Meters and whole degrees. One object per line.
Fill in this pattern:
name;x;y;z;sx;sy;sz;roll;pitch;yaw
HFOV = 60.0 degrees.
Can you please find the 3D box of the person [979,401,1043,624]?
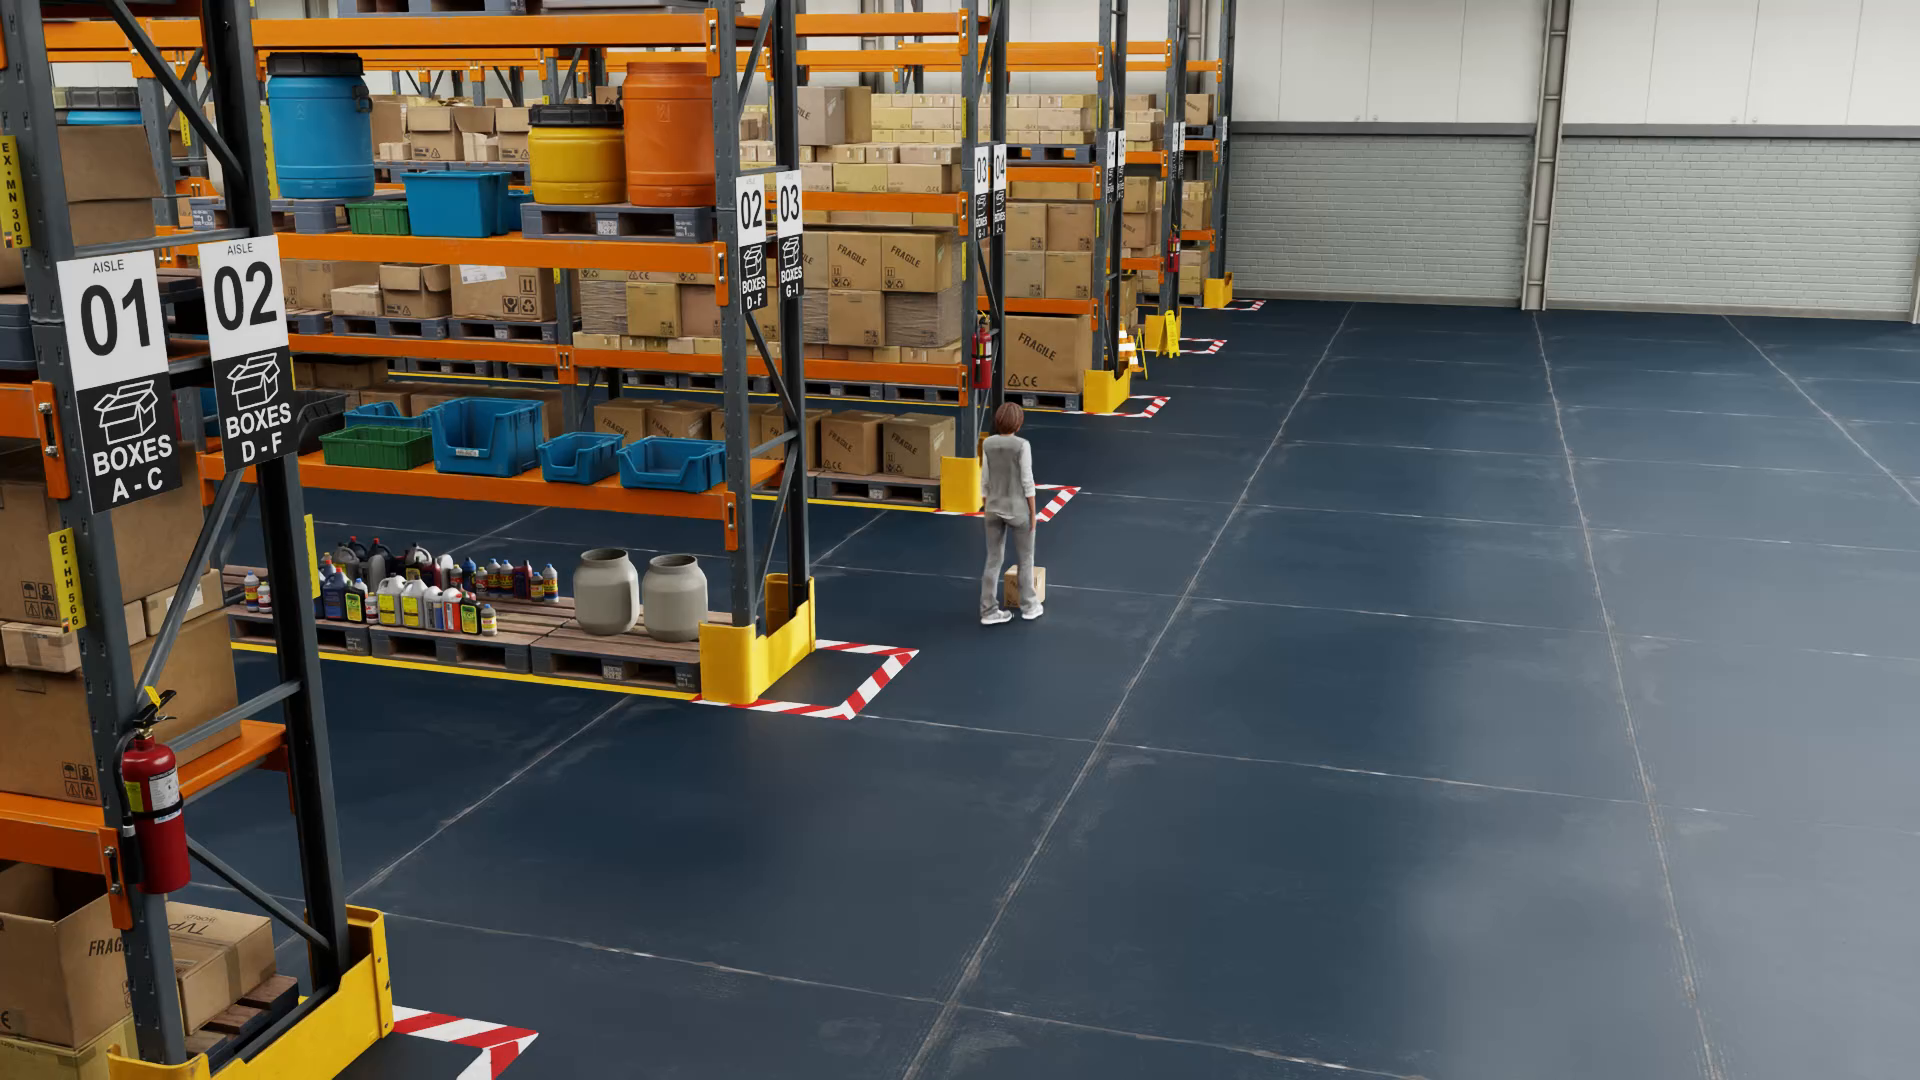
person;0.368;-0.201;11.749;0.422;1.595;0.555;8;17;27
